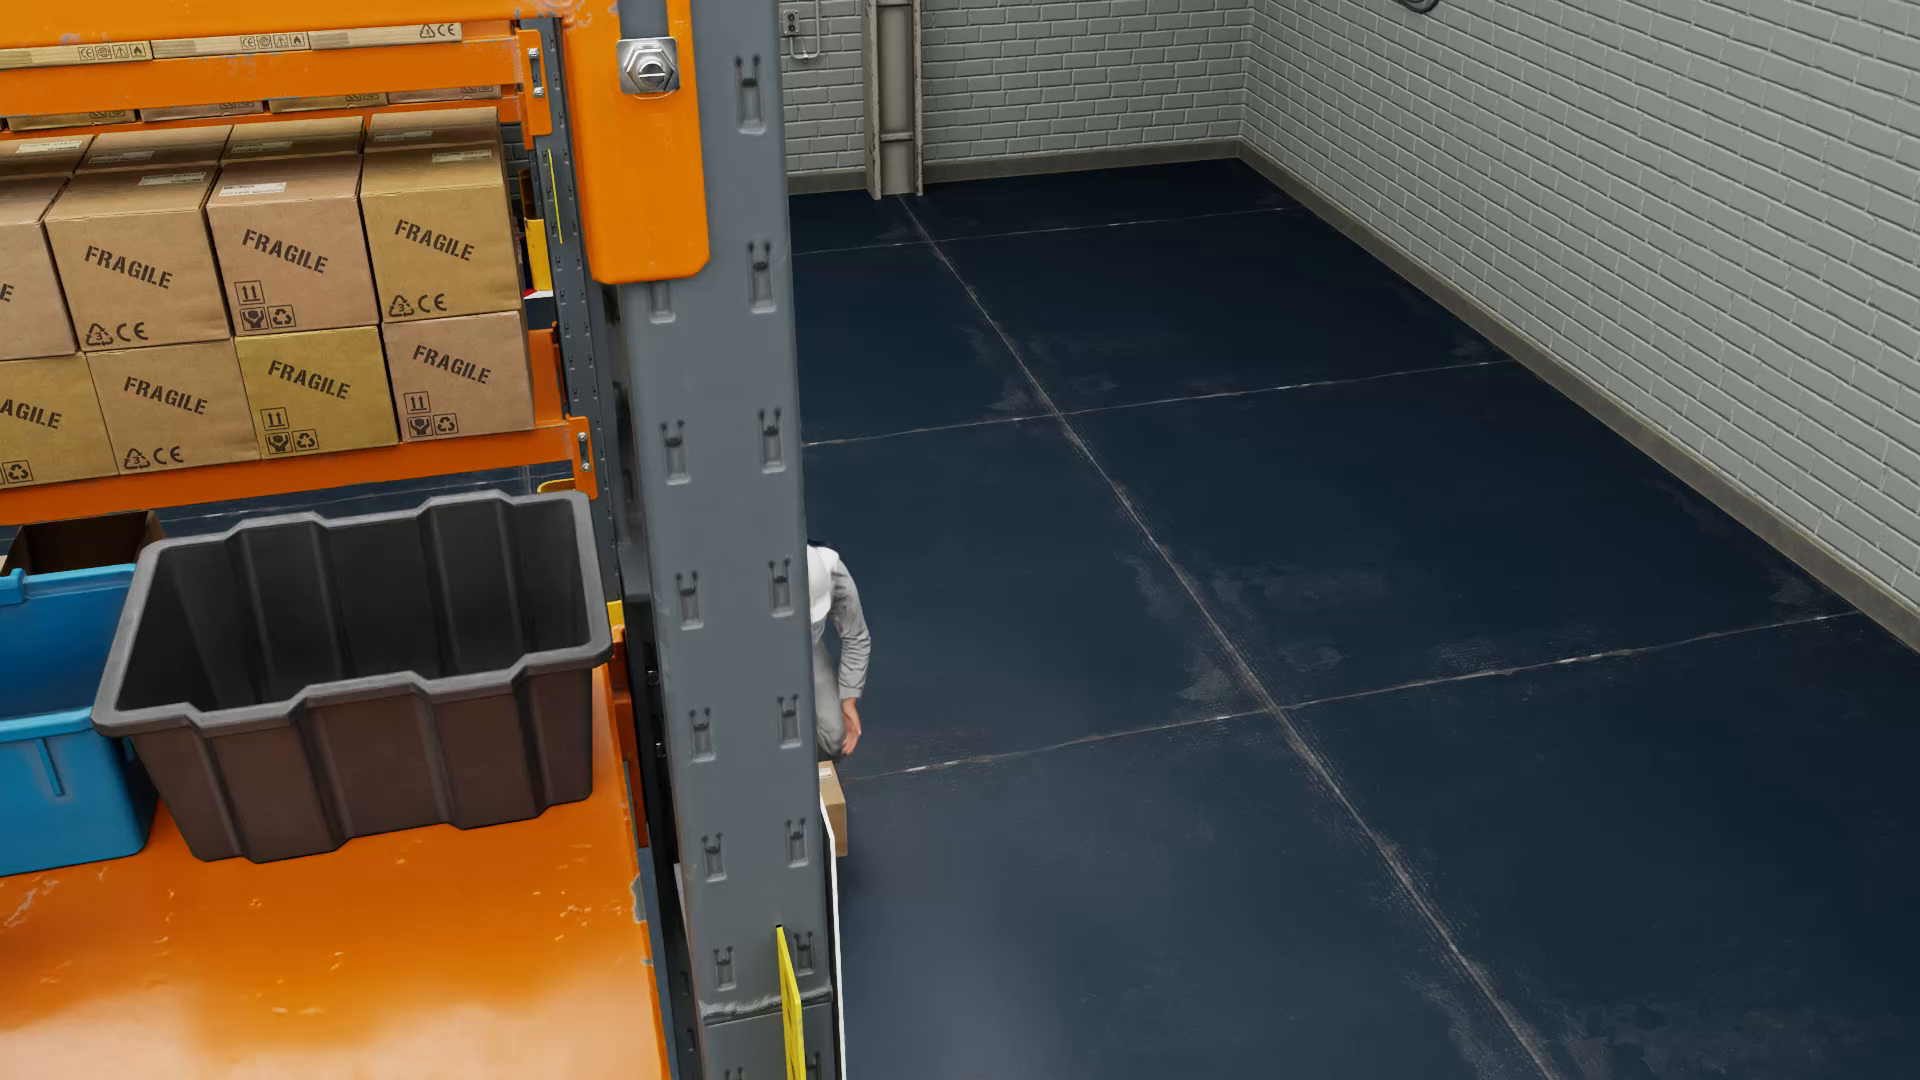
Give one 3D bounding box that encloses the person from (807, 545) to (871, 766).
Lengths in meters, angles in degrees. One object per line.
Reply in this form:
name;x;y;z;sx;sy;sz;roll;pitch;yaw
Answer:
person;-0.638;0.481;6.187;0.590;1.363;0.797;-8;31;-13
